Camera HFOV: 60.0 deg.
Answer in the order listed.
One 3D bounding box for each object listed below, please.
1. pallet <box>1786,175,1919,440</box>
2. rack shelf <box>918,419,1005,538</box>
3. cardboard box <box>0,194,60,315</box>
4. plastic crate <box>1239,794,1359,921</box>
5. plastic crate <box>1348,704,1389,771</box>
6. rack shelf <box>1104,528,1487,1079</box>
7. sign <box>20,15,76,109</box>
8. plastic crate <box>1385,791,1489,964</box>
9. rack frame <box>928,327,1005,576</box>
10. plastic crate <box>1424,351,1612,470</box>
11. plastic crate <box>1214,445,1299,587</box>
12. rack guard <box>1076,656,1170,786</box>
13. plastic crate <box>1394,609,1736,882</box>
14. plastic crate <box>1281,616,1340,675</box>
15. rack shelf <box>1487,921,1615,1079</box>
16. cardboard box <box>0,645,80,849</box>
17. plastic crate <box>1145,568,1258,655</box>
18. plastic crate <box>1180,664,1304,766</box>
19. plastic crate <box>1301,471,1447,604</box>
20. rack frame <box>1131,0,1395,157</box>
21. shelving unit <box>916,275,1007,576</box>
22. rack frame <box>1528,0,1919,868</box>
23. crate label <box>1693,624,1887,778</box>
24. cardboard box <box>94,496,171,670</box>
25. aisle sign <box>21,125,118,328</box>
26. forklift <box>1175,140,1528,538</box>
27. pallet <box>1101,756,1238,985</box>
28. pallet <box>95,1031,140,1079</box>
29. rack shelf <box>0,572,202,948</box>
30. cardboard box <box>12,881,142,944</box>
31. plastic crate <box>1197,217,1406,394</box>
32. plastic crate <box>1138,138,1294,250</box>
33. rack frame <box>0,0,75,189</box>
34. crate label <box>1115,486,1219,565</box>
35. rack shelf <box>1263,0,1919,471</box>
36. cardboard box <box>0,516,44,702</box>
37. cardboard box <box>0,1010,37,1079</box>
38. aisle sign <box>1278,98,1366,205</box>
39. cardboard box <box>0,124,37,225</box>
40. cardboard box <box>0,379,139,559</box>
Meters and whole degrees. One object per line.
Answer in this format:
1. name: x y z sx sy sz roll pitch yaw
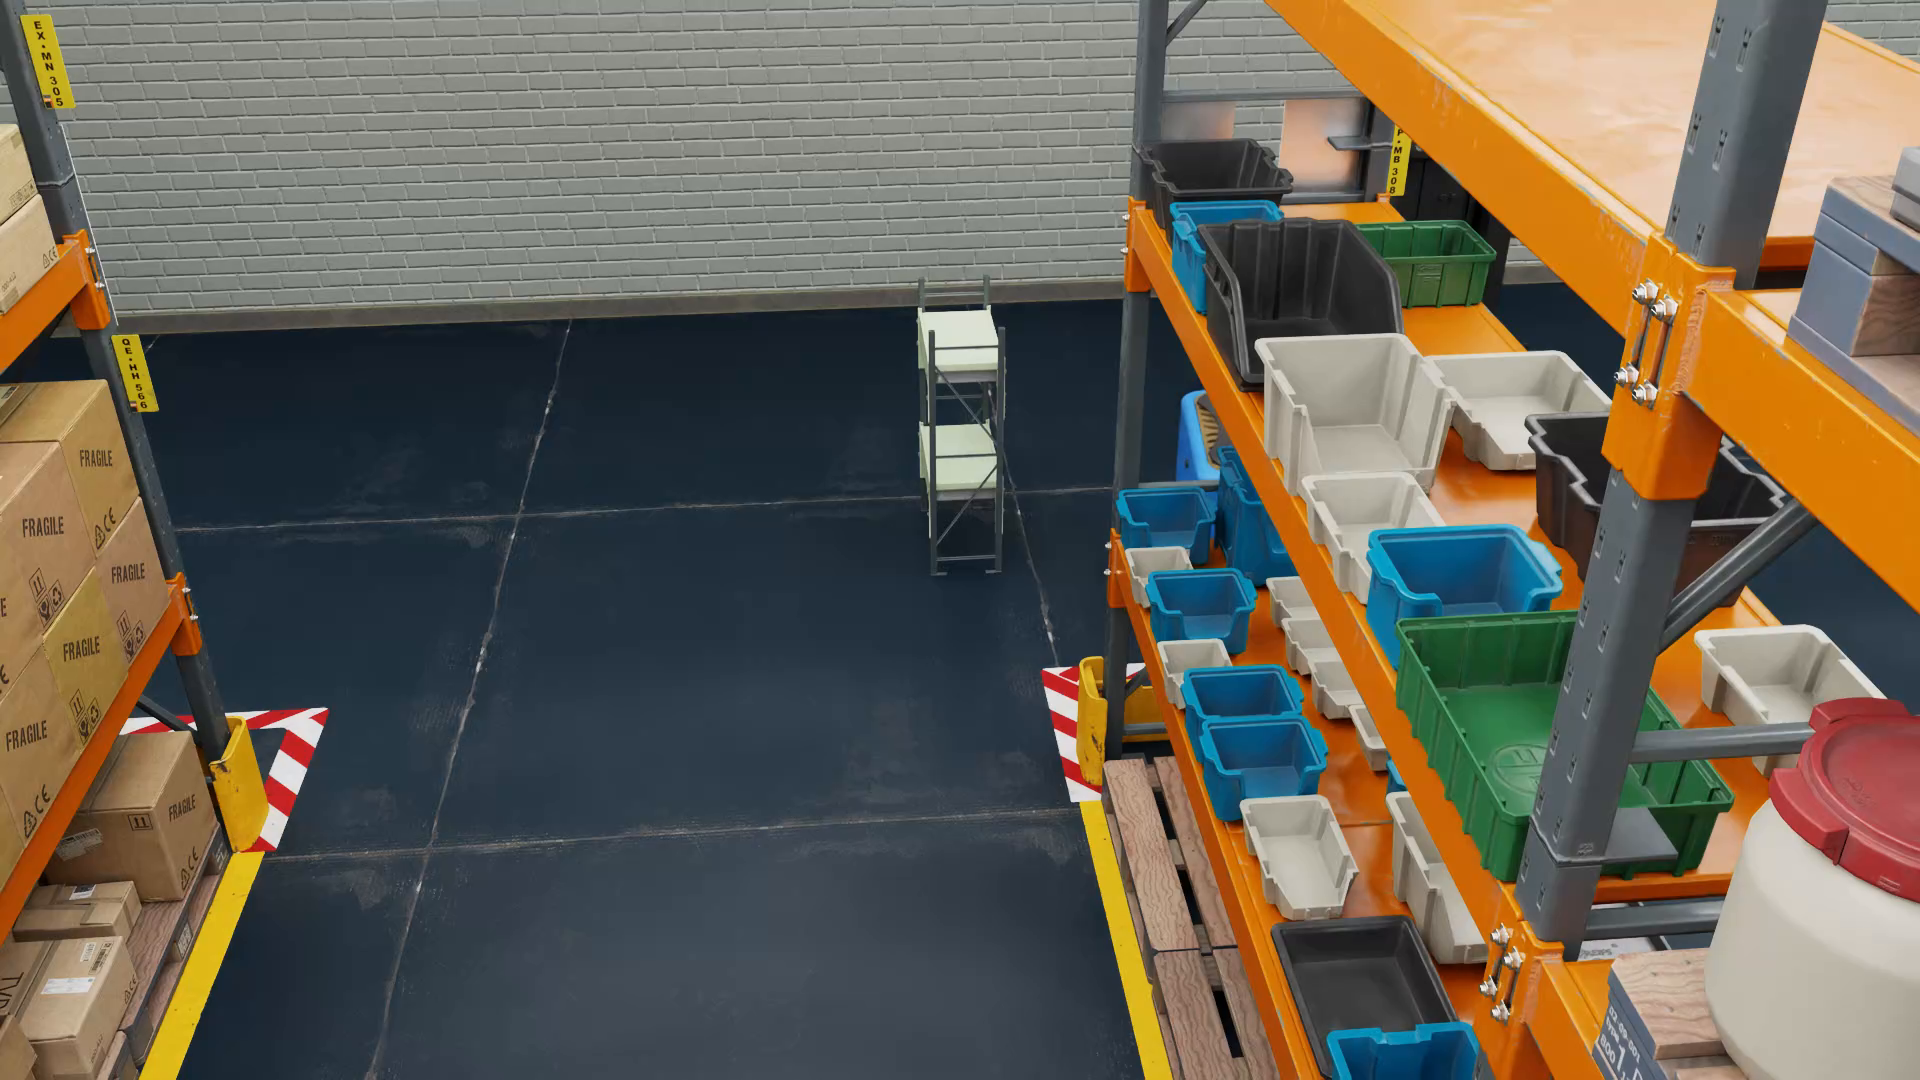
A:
1. pallet: 1.651 -0.092 1.703 1.003 0.211 1.213 -3 31 -5
2. rack shelf: 0.001 -0.361 9.527 0.431 0.370 0.720 -3 31 -5
3. cardboard box: -3.452 -0.971 5.671 0.500 0.250 0.500 -3 31 -5
4. plastic crate: 1.081 1.023 5.312 0.293 0.136 0.466 -3 31 -5
5. plastic crate: 1.535 0.703 5.847 0.298 0.136 0.250 -3 31 -5
6. rack shelf: 1.356 1.098 5.689 1.077 0.370 4.000 -3 31 -5
7. sign: -3.208 -1.681 5.851 0.100 0.325 0.005 -3 31 -5
8. plastic crate: 1.584 1.047 5.130 0.437 0.282 0.530 -3 31 -5
9. rack frame: 0.035 -0.454 9.047 0.400 1.500 0.023 -3 31 -5
10. plastic crate: 1.609 -0.364 4.766 0.437 0.136 0.530 -3 31 -5
11. plastic crate: 1.386 -0.111 6.919 0.616 0.435 0.499 -3 31 -5
12. rack guard: 1.154 0.829 7.875 1.175 0.500 0.348 -3 31 -5
13. plastic crate: 1.202 0.411 3.418 0.450 0.188 0.662 -3 31 -5
14. plastic crate: 1.438 0.411 6.335 0.396 0.136 0.243 -3 31 -5
15. rack shelf: 1.730 1.852 1.501 1.077 0.370 4.000 -3 31 -5
16. cardboard box: -3.357 0.695 5.563 0.500 0.500 0.500 -3 31 -4
17. plastic crate: 0.926 0.292 6.442 0.416 0.233 0.300 -3 31 -5
18. plastic crate: 0.987 0.628 5.879 0.416 0.233 0.300 -3 31 -5
19. plastic crate: 1.045 0.004 4.150 0.293 0.136 0.466 -3 31 -5
20. rack frame: 1.169 -2.808 5.676 1.000 3.000 0.127 -3 31 -5
21. shelving unit: 0.001 -0.640 9.360 0.431 1.500 0.755 -3 31 -5
22. rack frame: 1.543 -0.766 2.257 1.000 3.000 0.127 -3 31 -5
23. crate label: 1.785 0.372 3.535 0.293 0.136 0.466 -3 31 -5
24. cardboard box: -3.450 0.176 6.434 0.500 0.500 0.500 -2 31 -3
25. aisle sign: -3.464 -1.162 6.236 0.394 0.787 0.004 -3 31 -5
26. forklift: 2.688 -0.891 8.383 3.031 2.935 1.130 1 31 1
27. pallet: 1.208 1.388 7.221 1.003 0.211 1.213 -3 31 -5
28. pallet: -3.570 2.268 5.749 1.003 0.211 1.213 -3 31 -5
29. rack shelf: -3.576 1.333 5.295 1.077 0.370 4.000 -3 31 -5
30. cardboard box: -3.519 1.507 6.635 0.380 0.166 0.250 -3 31 -5
31. plastic crate: 1.038 -0.700 5.133 0.504 0.338 0.767 -3 31 -5
32. plastic crate: 0.928 -1.254 6.127 0.497 0.269 0.590 -3 31 -5
33. rack frame: -3.763 -2.572 5.282 1.000 3.000 0.127 -3 31 -5
34. crate label: 0.864 -0.044 7.004 0.416 0.233 0.303 -3 31 -5
35. rack shelf: 1.356 -1.306 4.253 1.077 0.370 4.000 -3 31 -5
36. cardboard box: -3.346 0.267 5.305 0.500 0.500 0.500 -2 31 -3
37. cardboard box: -3.570 1.969 5.534 0.797 0.503 0.637 -3 31 -5
38. aisle sign: 1.454 -1.399 6.633 0.394 0.787 0.004 -3 31 -5
39. cardboard box: -3.461 -1.185 5.543 0.500 0.250 0.500 -3 31 -5
40. cardboard box: -3.448 -0.255 6.180 0.500 0.500 0.500 -3 31 -5
